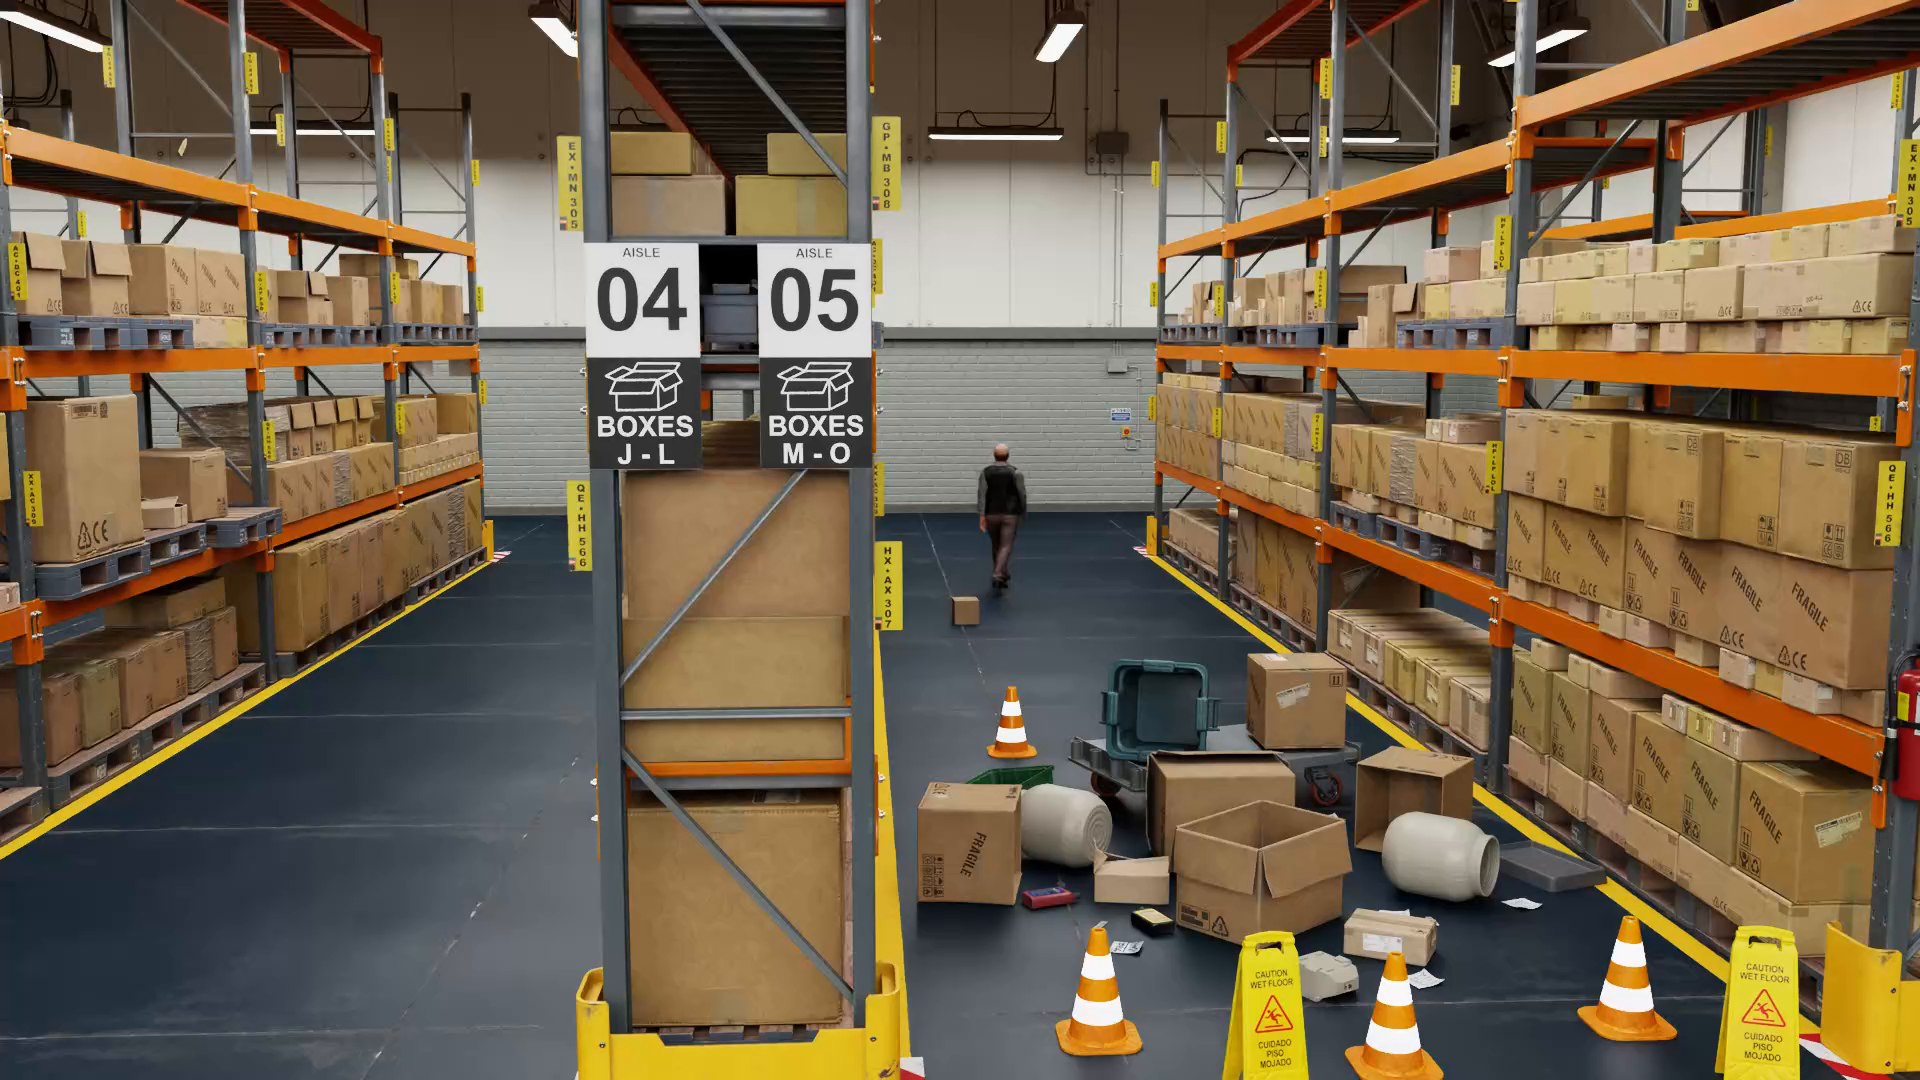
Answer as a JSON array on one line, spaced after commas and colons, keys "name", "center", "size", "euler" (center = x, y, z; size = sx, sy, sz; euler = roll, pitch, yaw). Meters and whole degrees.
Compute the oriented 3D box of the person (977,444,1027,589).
[{"name": "person", "center": [0.503, -0.276, 19.171], "size": [0.544, 1.673, 1.051], "euler": [2, 7, 18]}]
